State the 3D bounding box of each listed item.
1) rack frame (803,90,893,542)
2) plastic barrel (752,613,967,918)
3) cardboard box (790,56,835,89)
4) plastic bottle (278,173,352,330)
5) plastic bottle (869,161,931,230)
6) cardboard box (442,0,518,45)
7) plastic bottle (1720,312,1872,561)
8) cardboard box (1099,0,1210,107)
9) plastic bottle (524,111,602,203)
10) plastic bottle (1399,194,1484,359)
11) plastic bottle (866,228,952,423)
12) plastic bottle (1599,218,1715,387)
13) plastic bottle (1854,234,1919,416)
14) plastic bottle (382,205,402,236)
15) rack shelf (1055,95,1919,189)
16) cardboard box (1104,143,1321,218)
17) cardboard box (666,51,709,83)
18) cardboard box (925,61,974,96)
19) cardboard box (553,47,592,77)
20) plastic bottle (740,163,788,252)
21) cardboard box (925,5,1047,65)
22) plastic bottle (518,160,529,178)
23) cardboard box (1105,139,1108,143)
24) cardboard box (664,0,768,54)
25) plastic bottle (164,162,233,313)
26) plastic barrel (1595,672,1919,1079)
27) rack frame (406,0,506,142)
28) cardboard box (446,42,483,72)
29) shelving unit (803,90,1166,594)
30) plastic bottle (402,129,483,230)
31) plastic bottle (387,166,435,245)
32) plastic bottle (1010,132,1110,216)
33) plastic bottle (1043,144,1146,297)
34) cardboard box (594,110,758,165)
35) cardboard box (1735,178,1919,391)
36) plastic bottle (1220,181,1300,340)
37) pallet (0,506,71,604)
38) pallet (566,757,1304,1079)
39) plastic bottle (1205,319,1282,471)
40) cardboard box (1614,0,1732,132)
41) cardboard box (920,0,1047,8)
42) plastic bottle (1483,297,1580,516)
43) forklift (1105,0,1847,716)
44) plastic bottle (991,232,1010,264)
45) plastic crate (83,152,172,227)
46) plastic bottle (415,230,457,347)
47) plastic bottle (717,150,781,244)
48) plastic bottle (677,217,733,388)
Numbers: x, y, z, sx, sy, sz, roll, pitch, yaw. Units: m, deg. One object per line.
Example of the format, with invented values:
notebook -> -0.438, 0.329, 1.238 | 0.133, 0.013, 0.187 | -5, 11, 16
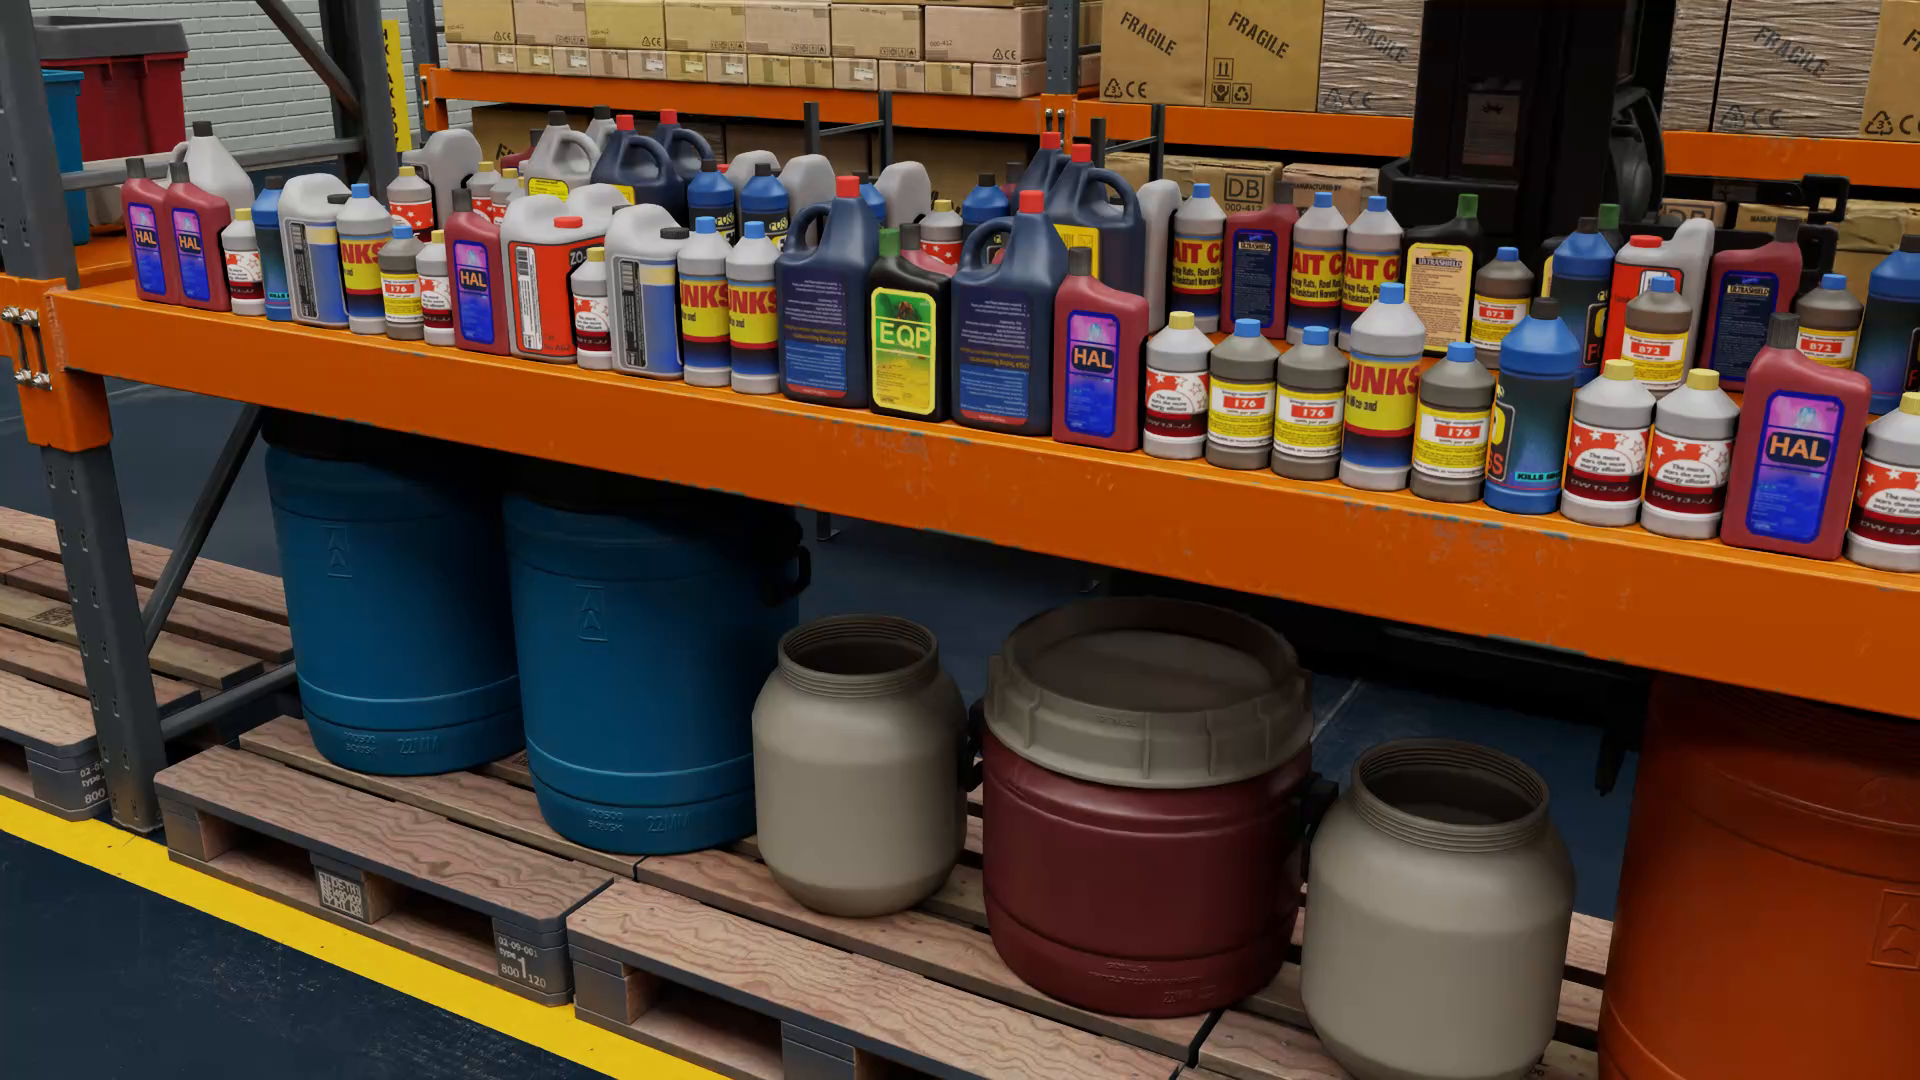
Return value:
rack frame -> -0.369, -0.775, 5.803 | 0.032, 1.500, 0.500 | 11, 23, 27
plastic barrel -> -0.196, 0.440, 3.285 | 0.421, 0.512, 0.421 | 0, 20, 0
cardboard box -> -0.639, -2.346, 8.303 | 0.250, 0.149, 0.380 | 11, 23, 28
plastic bottle -> -1.193, -0.556, 3.181 | 0.135, 0.276, 0.152 | 11, 23, 27
plastic bottle -> -0.149, -0.632, 3.391 | 0.135, 0.276, 0.152 | 11, 23, 27
cardboard box -> -2.520, -2.914, 9.284 | 0.500, 0.250, 0.500 | 10, 22, 26
plastic bottle -> 0.999, -0.124, 1.980 | 0.133, 0.283, 0.061 | 11, 23, 27
cardboard box -> 0.965, -2.236, 7.484 | 0.500, 0.500, 0.500 | 11, 23, 27
plastic bottle -> -0.839, -0.744, 3.590 | 0.185, 0.351, 0.144 | 11, 23, 27
plastic bottle -> 0.842, -0.465, 2.919 | 0.133, 0.283, 0.061 | 11, 23, 27
plastic bottle -> -0.075, -0.329, 2.544 | 0.133, 0.283, 0.061 | 11, 23, 27
plastic bottle -> 1.138, -0.387, 2.716 | 0.135, 0.276, 0.152 | 11, 23, 27
plastic bottle -> 1.454, -0.335, 2.580 | 0.097, 0.271, 0.097 | 0, 20, 0
plastic bottle -> -1.148, -0.561, 3.305 | 0.097, 0.201, 0.097 | 0, 20, 0
rack shelf -> 2.431, -1.669, 7.123 | 4.000, 0.370, 1.077 | 11, 23, 27
cardboard box -> 1.254, -1.438, 7.931 | 0.875, 0.875, 1.225 | 11, 23, 27
cardboard box -> -1.314, -2.474, 8.656 | 0.250, 0.149, 0.380 | 10, 22, 26
cardboard box -> 0.034, -2.218, 7.949 | 0.250, 0.149, 0.380 | 11, 23, 28
cardboard box -> -1.981, -2.602, 9.008 | 0.250, 0.149, 0.380 | 10, 22, 26
plastic bottle -> -0.396, -0.629, 3.388 | 0.097, 0.271, 0.097 | 0, 20, 0
cardboard box -> 0.172, -2.405, 7.879 | 0.500, 0.250, 0.500 | 10, 22, 26
plastic bottle -> -0.910, -0.777, 3.791 | 0.135, 0.276, 0.152 | 11, 23, 27
cardboard box -> 1.151, -3.201, 12.982 | 0.250, 0.149, 0.380 | 11, 23, 28
cardboard box -> -1.167, -2.660, 8.583 | 0.500, 0.250, 0.500 | 10, 22, 26
plastic bottle -> -1.502, -0.601, 3.293 | 0.133, 0.283, 0.061 | 11, 23, 27
plastic barrel -> 1.326, 0.546, 2.527 | 0.708, 0.830, 0.600 | 11, 23, 27
rack frame -> -2.807, -3.005, 9.751 | 0.127, 3.000, 1.000 | 11, 23, 27
cardboard box -> -2.658, -2.730, 9.360 | 0.250, 0.149, 0.380 | 11, 23, 28
shelving unit -> 0.074, -0.691, 5.570 | 1.048, 1.500, 0.538 | 11, 23, 27
plastic bottle -> -1.229, -0.838, 3.958 | 0.135, 0.276, 0.152 | 11, 23, 27
plastic bottle -> -1.273, -0.763, 3.860 | 0.097, 0.201, 0.097 | 0, 20, 0
plastic bottle -> 0.193, -0.604, 3.203 | 0.185, 0.351, 0.144 | 11, 23, 27
plastic bottle -> 0.237, -0.536, 3.016 | 0.185, 0.351, 0.144 | 11, 23, 27
cardboard box -> -1.415, -1.970, 9.397 | 0.875, 0.875, 0.875 | 11, 23, 27
cardboard box -> 3.585, -0.994, 6.708 | 0.875, 0.875, 1.225 | 10, 22, 25
plastic bottle -> 0.555, -0.519, 3.069 | 0.133, 0.283, 0.061 | 11, 23, 27
pallet -> -3.460, 0.132, 5.192 | 1.213, 0.211, 1.003 | 11, 23, 27
pallet -> -0.008, 0.789, 3.382 | 1.213, 0.211, 1.003 | 11, 23, 27
plastic bottle -> 0.397, -0.207, 2.329 | 0.097, 0.201, 0.097 | 0, 20, 0
cardboard box -> 2.738, -1.900, 6.558 | 0.500, 0.500, 0.500 | 10, 22, 26
cardboard box -> 0.153, -2.759, 7.756 | 0.500, 0.500, 0.500 | 12, 23, 29
plastic bottle -> 0.737, -0.175, 2.139 | 0.097, 0.271, 0.097 | 0, 20, 0
forklift -> 1.996, -1.034, 4.417 | 3.031, 2.935, 1.130 | 10, 22, 26
plastic bottle -> 0.112, -0.349, 2.601 | 0.133, 0.283, 0.061 | 11, 23, 27
plastic crate -> -2.067, -0.890, 4.218 | 0.243, 0.136, 0.396 | 11, 23, 27
plastic bottle -> -0.935, -0.461, 3.029 | 0.097, 0.201, 0.097 | 0, 20, 0
plastic bottle -> -0.469, -0.693, 3.559 | 0.135, 0.276, 0.152 | 11, 23, 27
plastic bottle -> -0.413, -0.395, 2.743 | 0.097, 0.271, 0.097 | 0, 20, 0
